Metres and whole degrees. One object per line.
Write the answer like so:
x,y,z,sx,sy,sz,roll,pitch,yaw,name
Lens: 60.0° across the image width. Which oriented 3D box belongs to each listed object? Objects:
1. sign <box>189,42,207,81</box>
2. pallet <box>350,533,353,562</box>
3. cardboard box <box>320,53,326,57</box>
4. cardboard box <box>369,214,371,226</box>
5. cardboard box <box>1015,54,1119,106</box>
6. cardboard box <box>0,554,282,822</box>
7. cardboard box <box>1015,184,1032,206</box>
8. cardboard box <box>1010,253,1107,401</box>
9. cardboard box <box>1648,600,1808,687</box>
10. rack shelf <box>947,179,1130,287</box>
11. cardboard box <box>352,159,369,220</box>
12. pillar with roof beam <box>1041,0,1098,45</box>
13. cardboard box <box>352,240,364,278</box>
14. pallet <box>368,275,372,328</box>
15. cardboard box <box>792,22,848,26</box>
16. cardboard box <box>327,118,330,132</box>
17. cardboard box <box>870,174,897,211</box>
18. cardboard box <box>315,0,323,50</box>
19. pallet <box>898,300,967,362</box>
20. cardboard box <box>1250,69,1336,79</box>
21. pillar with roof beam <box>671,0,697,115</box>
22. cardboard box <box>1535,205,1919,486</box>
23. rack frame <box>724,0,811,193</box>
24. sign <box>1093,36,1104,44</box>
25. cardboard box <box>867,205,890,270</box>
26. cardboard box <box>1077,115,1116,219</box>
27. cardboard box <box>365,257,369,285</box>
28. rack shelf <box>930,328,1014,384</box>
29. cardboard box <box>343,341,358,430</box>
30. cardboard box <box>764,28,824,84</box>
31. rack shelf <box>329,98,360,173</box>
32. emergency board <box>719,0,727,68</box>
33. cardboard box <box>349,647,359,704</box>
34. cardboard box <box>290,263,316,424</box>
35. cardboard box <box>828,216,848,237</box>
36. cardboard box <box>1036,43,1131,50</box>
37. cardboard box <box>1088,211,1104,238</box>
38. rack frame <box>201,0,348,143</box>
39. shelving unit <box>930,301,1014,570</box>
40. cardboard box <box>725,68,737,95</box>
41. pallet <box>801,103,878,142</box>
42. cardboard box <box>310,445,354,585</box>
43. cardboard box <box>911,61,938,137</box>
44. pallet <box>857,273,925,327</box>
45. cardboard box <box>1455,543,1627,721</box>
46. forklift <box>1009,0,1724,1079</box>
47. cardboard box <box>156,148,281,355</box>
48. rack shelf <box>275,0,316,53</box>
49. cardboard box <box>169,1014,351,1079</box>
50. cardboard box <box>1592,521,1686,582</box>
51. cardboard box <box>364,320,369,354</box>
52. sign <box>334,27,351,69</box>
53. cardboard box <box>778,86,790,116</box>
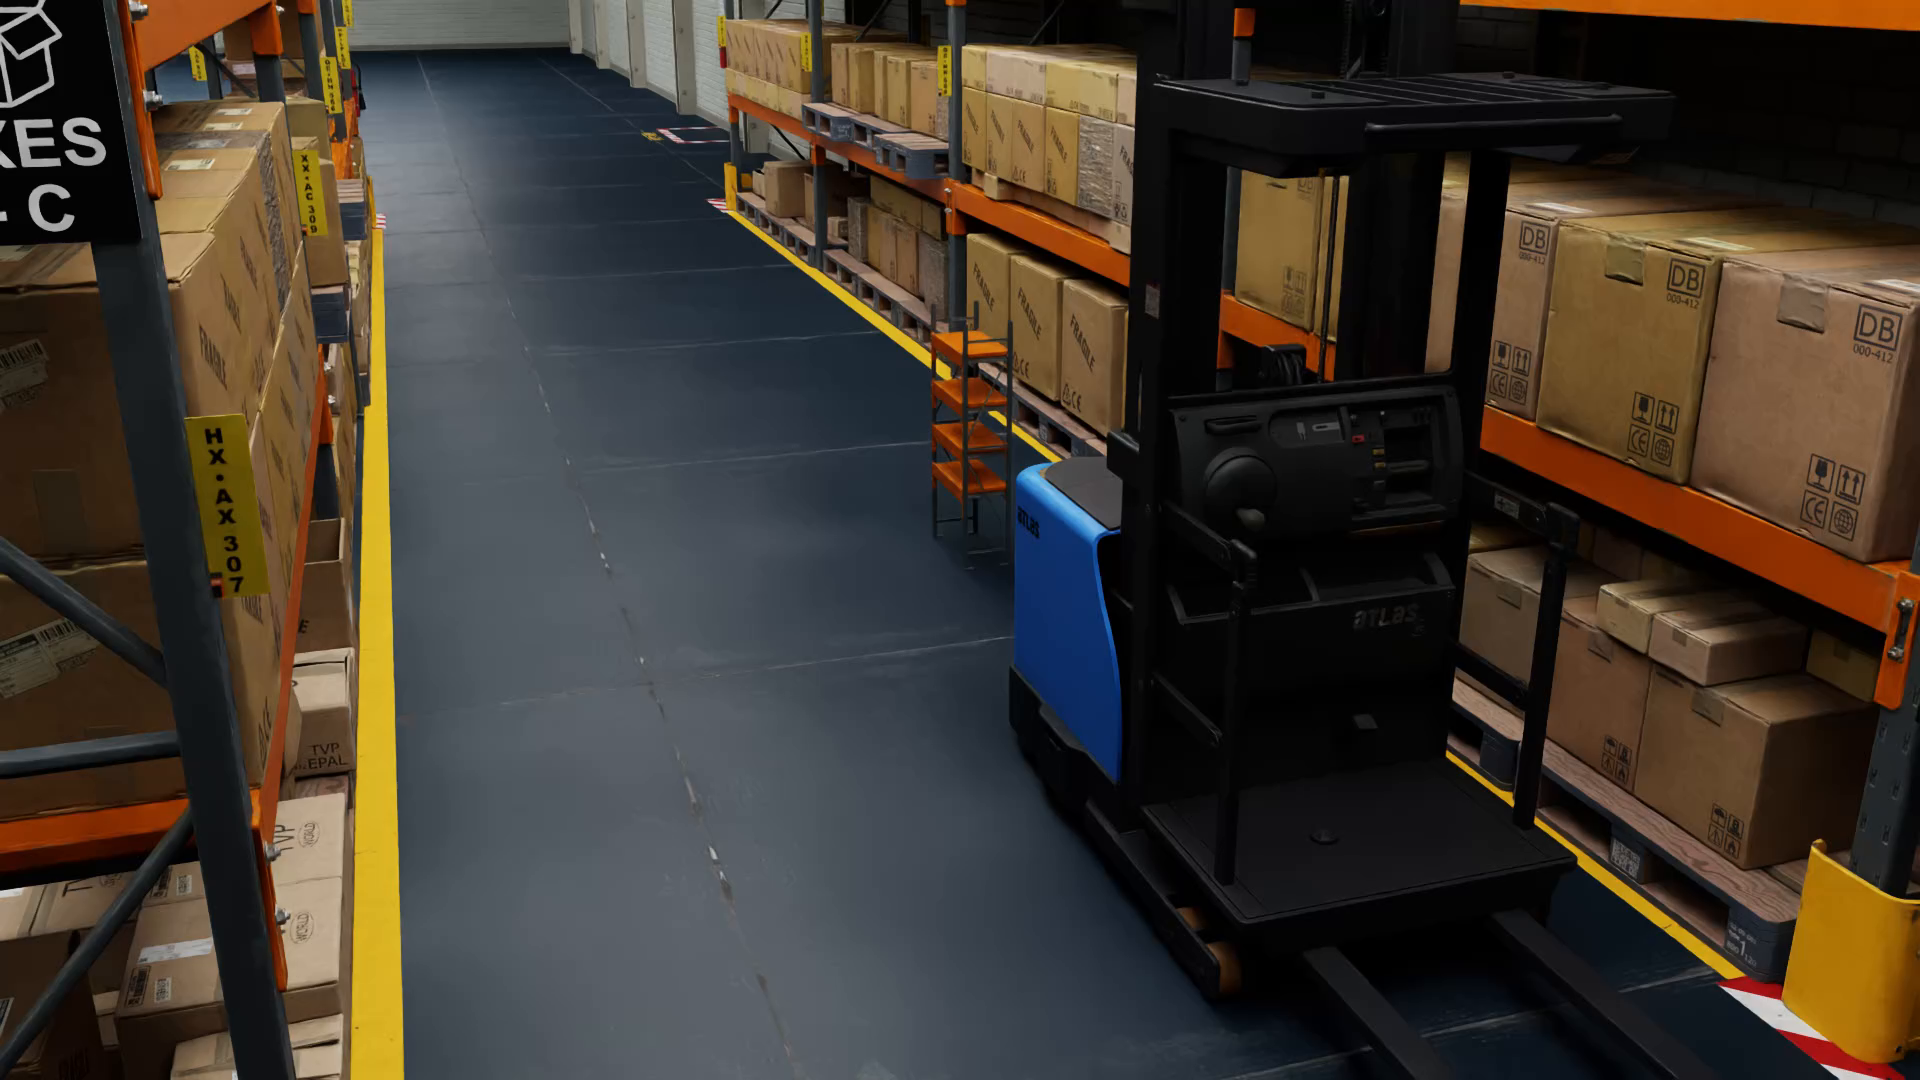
-6.071,-3.826,13.233,0.100,0.325,0.005,-6,21,-17,sign
-3.322,0.182,7.598,1.003,0.211,1.213,-6,21,-17,pallet
-5.607,-4.063,14.184,0.380,0.149,0.250,-7,21,-19,cardboard box
-5.870,-3.007,15.798,0.500,0.250,0.500,-6,21,-17,cardboard box
0.643,-2.729,9.849,0.500,0.250,0.500,-6,21,-17,cardboard box
-1.662,0.193,3.295,0.500,0.500,0.500,-6,21,-16,cardboard box
0.568,-2.202,10.452,0.380,0.149,0.250,-7,21,-18,cardboard box
0.790,-1.339,10.266,0.750,0.750,0.750,-6,21,-17,cardboard box
2.400,0.320,5.205,0.380,0.149,0.250,-7,21,-18,cardboard box
1.043,-1.704,9.788,1.077,0.370,4.000,-6,21,-17,rack shelf
-5.708,-3.200,15.226,0.500,0.500,0.500,-6,21,-17,cardboard box
-3.260,-5.560,10.583,9.100,9.000,0.400,-6,21,-17,pillar with roof beam
-4.821,-2.182,12.671,0.500,0.311,0.500,-6,21,-17,cardboard box
-5.276,-1.896,13.383,1.003,0.211,1.213,-6,21,-17,pallet
-1.435,-5.087,17.225,0.500,0.500,0.500,-7,21,-19,cardboard box
-5.862,-3.798,14.406,0.700,0.500,0.500,-7,21,-18,cardboard box
-0.454,-2.977,14.204,0.500,0.250,0.500,-7,21,-18,cardboard box
-6.007,-4.563,14.616,0.700,0.500,0.500,-6,21,-17,cardboard box
0.170,-1.623,12.624,1.003,0.211,1.213,-6,21,-17,pallet
1.603,-2.293,8.636,0.500,0.250,0.500,-6,21,-17,cardboard box
-8.918,-11.336,26.665,9.100,9.000,0.400,-6,21,-17,pillar with roof beam
2.520,-0.654,5.355,0.980,0.700,0.700,-7,21,-18,cardboard box
-2.100,-5.252,18.601,1.000,3.000,0.127,-6,21,-17,rack frame
0.940,-3.290,11.425,0.100,0.325,0.005,-6,21,-17,sign
-0.386,-2.604,14.276,0.700,0.500,0.500,-7,21,-18,cardboard box
0.967,-2.044,9.051,0.500,0.500,0.500,-6,21,-17,cardboard box
-5.139,-2.242,13.668,0.500,0.250,0.500,-7,21,-18,cardboard box
0.052,-0.881,7.933,0.258,0.148,0.480,-6,21,-17,rack shelf
-3.771,-0.913,9.567,0.500,0.500,0.500,-6,20,-15,cardboard box
-1.596,-4.701,16.151,0.500,0.500,0.500,-7,21,-19,cardboard box
-6.173,-3.744,15.467,1.077,0.370,4.000,-6,21,-17,rack shelf
-3.686,-7.842,25.811,0.194,1.169,0.643,-6,21,-17,emergency board
-2.407,0.528,6.076,0.380,0.149,0.250,-6,21,-17,cardboard box
-2.466,-0.622,5.563,0.500,0.500,0.500,-6,21,-16,cardboard box
-1.040,-3.010,15.901,0.380,0.166,0.250,-9,22,-24,cardboard box
0.803,-3.116,10.928,0.500,0.250,0.500,-6,21,-16,cardboard box
0.939,-1.783,9.285,0.380,0.149,0.250,-7,21,-19,cardboard box
-5.545,-3.441,13.559,1.000,3.000,0.127,-6,21,-17,rack frame
0.052,-0.512,8.066,0.258,1.200,0.503,-6,21,-17,shelving unit
-2.248,-5.000,18.093,0.500,0.250,0.500,-7,21,-19,cardboard box
-0.741,-3.617,14.334,1.003,0.211,1.213,-6,21,-17,pallet
-2.951,-0.085,7.264,0.500,0.500,0.500,-7,21,-20,cardboard box
0.056,-3.265,12.271,0.700,0.500,0.500,-8,21,-22,cardboard box
-0.210,-2.014,13.712,1.003,0.211,1.213,-6,21,-17,pallet
2.298,0.325,6.150,0.700,0.500,0.500,-7,21,-19,cardboard box
1.128,-0.218,4.688,1.130,2.935,3.031,-6,21,-17,forklift
-2.147,-0.769,4.493,0.500,0.500,0.500,-7,21,-18,cardboard box
-3.659,-2.589,7.813,1.077,0.370,4.000,-6,21,-17,rack shelf
-1.657,1.285,3.941,0.380,0.166,0.250,-6,21,-17,cardboard box
2.524,0.036,5.995,0.380,0.149,0.250,-6,21,-16,cardboard box
-4.332,-1.421,11.382,0.500,0.250,0.500,-7,21,-19,cardboard box
-5.033,-4.009,13.546,0.100,0.325,0.005,-6,21,-17,sign
-1.428,-4.188,15.831,0.500,0.250,0.500,-6,21,-17,cardboard box
